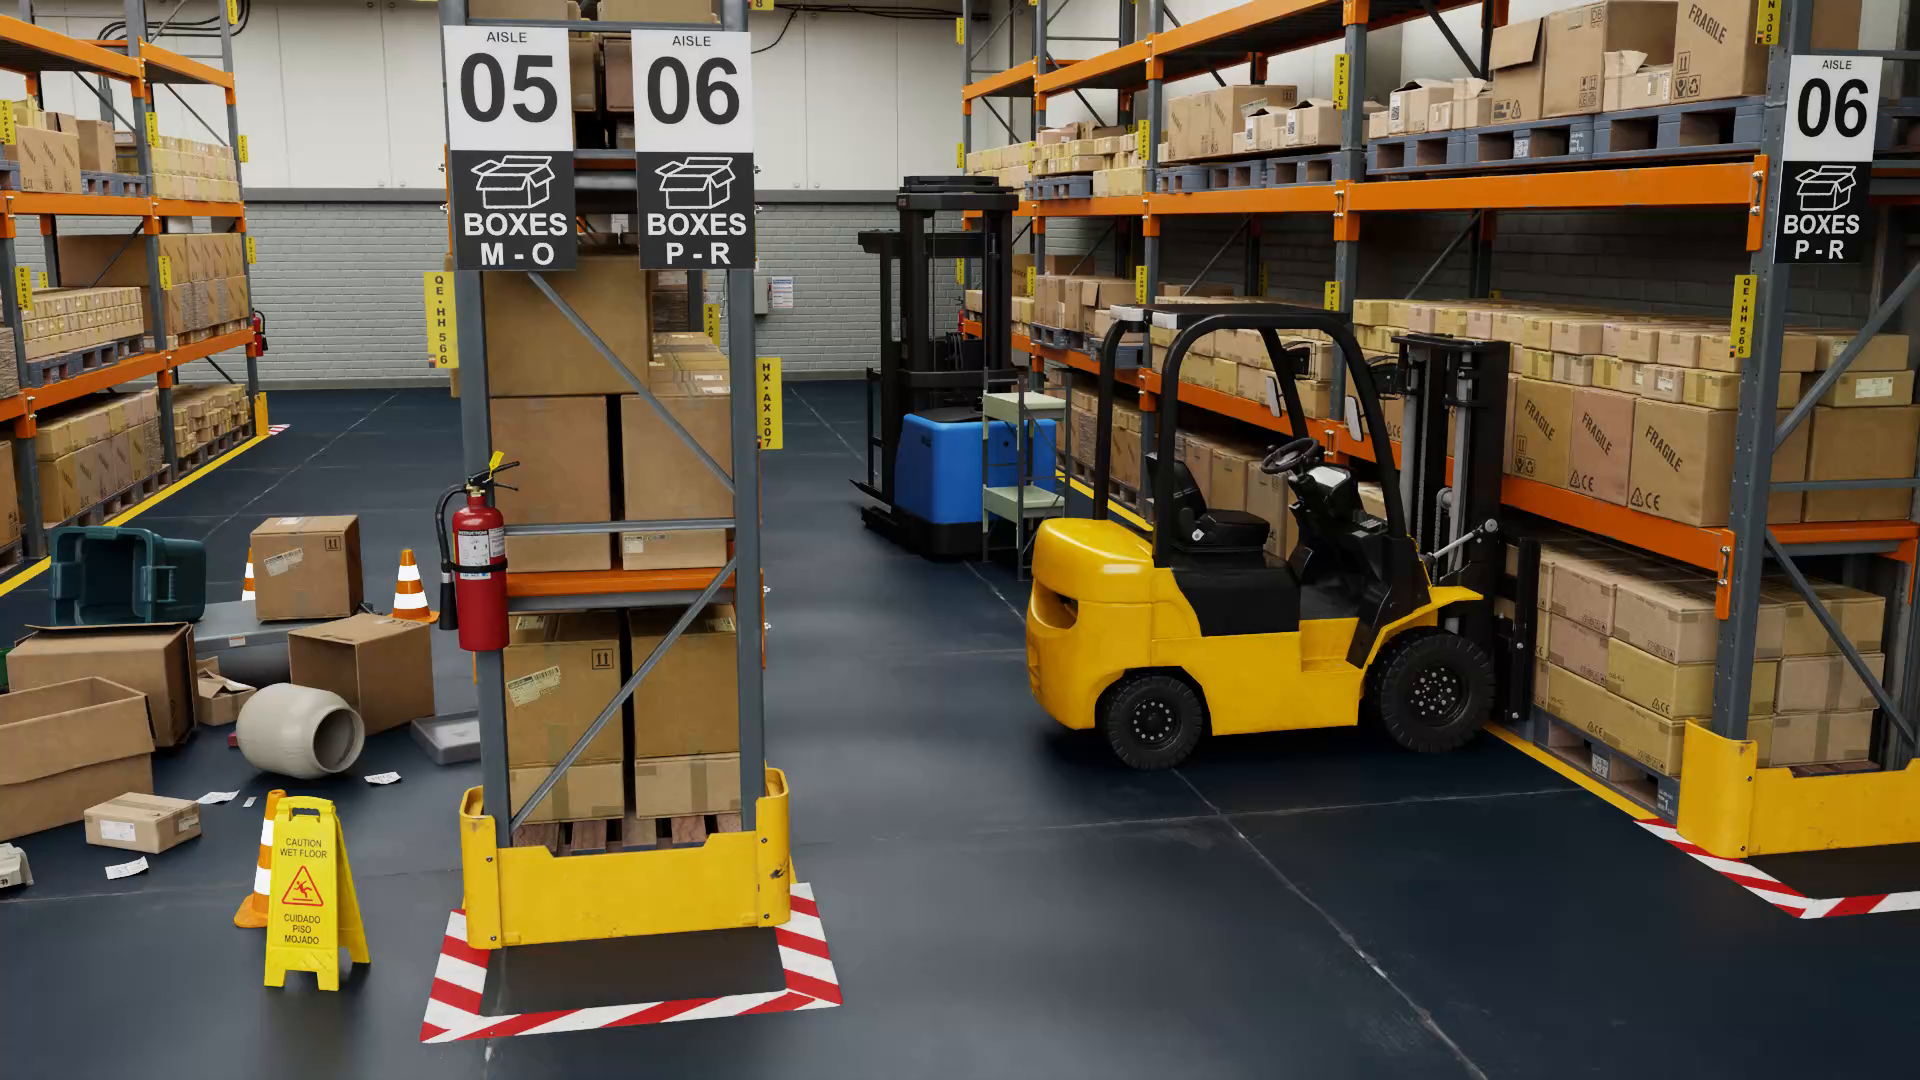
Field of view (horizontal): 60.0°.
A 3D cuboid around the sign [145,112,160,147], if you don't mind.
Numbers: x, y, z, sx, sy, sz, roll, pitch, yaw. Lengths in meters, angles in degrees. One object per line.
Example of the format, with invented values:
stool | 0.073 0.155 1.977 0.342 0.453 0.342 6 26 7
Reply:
sign | -7.842 -3.984 16.148 0.100 0.325 0.005 -2 11 -11

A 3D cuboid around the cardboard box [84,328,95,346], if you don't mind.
cardboard box | -7.806 -1.772 14.532 0.380 0.149 0.250 -2 11 -13

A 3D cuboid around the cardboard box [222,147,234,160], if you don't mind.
cardboard box | -8.811 -4.567 19.644 0.380 0.149 0.250 -2 11 -12

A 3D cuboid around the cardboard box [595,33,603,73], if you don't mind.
cardboard box | -1.716 -2.070 7.069 0.380 0.149 0.250 -2 11 -13

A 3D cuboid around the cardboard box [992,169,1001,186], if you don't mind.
cardboard box | 0.689 -4.329 20.004 0.500 0.250 0.500 -2 11 -12

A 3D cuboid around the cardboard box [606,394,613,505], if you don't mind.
cardboard box | -1.684 -0.417 6.801 0.500 0.500 0.500 -2 11 -11

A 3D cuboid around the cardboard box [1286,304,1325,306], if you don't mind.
cardboard box | 2.676 -1.723 12.724 0.380 0.149 0.250 -2 11 -9

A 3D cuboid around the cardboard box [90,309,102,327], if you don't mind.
cardboard box | -7.854 -1.964 14.745 0.380 0.149 0.250 -2 11 -11

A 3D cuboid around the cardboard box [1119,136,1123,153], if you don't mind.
cardboard box | 1.683 -3.630 15.261 0.380 0.149 0.250 -2 11 -12

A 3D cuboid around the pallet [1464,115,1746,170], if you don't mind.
pallet | 3.300 -2.006 8.428 1.003 0.211 1.213 -2 11 -11

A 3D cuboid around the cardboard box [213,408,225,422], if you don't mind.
cardboard box | -8.533 -1.404 18.756 0.380 0.149 0.250 -2 11 -8

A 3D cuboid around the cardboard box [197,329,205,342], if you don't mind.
cardboard box | -8.423 -2.222 18.023 0.380 0.149 0.250 -2 11 -8

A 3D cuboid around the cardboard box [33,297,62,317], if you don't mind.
cardboard box | -7.656 -1.919 13.712 0.380 0.149 0.250 -3 11 -13

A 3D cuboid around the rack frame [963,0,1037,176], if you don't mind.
rack frame | 0.541 -6.103 21.693 1.000 3.000 0.127 -2 11 -11

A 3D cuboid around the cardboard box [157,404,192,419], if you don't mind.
cardboard box | -8.415 -1.355 17.705 0.380 0.149 0.250 -2 11 -12

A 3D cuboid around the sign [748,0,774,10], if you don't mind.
sign | -0.683 -1.963 5.626 0.100 0.325 0.005 -2 11 -11

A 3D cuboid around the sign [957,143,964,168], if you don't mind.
sign | 0.008 -5.039 21.788 0.100 0.325 0.005 -2 11 -11

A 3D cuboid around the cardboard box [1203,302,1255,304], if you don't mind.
cardboard box | 2.139 -1.799 13.126 0.380 0.149 0.250 -2 11 -10

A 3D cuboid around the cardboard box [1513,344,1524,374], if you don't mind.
cardboard box | 3.077 -0.926 8.536 0.380 0.149 0.250 -2 11 -11

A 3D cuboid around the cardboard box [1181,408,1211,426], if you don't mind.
cardboard box | 2.275 -1.142 15.502 0.380 0.149 0.250 -2 11 -9

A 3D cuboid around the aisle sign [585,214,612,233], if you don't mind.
aisle sign | -4.626 -4.254 21.072 0.394 0.787 0.004 -2 11 -11

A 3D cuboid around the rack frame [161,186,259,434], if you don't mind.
rack frame | -9.163 -2.776 20.258 1.000 3.000 0.127 -2 11 -11

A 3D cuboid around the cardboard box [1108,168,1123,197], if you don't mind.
cardboard box | 1.660 -3.266 15.211 0.500 0.250 0.500 -2 11 -11

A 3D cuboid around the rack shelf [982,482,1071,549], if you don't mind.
rack shelf | 0.487 -0.191 12.431 0.431 0.370 0.720 -4 11 -19

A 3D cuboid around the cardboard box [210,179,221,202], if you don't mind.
cardboard box | -8.626 -3.917 18.634 0.500 0.250 0.500 -2 11 -9

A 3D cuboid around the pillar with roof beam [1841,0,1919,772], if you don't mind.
pillar with roof beam | 0.178 -3.172 6.296 9.100 9.000 0.400 -2 11 -11

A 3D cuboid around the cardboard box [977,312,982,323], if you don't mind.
cardboard box | 0.430 -2.917 21.672 0.380 0.149 0.250 -2 11 -10

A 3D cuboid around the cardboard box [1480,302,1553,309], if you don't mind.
cardboard box | 3.306 -1.325 9.840 0.380 0.149 0.250 -2 11 -12

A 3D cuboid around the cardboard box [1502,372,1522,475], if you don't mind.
cardboard box | 2.999 -0.632 8.728 0.500 0.500 0.500 -2 11 -11

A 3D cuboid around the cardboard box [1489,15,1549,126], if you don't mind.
cardboard box | 3.150 -2.373 8.454 0.797 0.503 0.637 -2 11 -9

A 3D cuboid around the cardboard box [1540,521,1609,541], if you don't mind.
cardboard box | 3.464 0.059 8.919 0.500 0.250 0.500 -2 11 -12

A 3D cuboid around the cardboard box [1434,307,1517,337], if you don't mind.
cardboard box | 2.870 -1.211 9.237 0.380 0.149 0.250 -2 11 -12

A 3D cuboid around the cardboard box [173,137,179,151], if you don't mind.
cardboard box | -8.405 -4.137 17.384 0.380 0.149 0.250 -2 11 -13

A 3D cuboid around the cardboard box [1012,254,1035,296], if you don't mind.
cardboard box | 0.657 -3.228 20.236 0.500 0.500 0.500 -2 11 -10

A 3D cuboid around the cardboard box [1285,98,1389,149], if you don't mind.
cardboard box | 2.495 -2.764 11.020 0.500 0.311 0.500 -2 11 -13

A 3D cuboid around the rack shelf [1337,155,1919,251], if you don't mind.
rack shelf | 3.264 -1.708 8.550 1.077 0.370 4.000 -2 11 -11

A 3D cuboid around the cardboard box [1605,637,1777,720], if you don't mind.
cardboard box | 3.251 0.600 7.416 0.500 0.250 0.500 -2 11 -12

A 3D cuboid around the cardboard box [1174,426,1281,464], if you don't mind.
cardboard box | 2.204 -0.613 14.124 0.875 0.625 0.625 -2 11 -9

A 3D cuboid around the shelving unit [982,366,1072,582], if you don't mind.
shelving unit | 0.487 -0.511 12.370 0.431 1.500 0.755 -4 11 -19

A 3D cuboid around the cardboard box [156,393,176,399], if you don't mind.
cardboard box | -9.126 -1.575 18.858 0.380 0.149 0.250 -2 11 -9

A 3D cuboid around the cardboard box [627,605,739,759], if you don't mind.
cardboard box | -1.106 0.574 6.885 0.500 0.500 0.500 -3 11 -13

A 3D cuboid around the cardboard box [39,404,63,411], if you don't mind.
cardboard box | -8.300 -1.053 14.761 0.500 0.250 0.500 -2 11 -9

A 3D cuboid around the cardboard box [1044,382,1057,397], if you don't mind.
cardboard box | 1.127 -1.644 18.136 0.380 0.149 0.250 -2 11 -8

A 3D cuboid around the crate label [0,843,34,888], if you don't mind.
crate label | -3.801 1.295 6.525 0.250 0.136 0.298 -9 14 -40

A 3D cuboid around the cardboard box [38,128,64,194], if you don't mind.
cardboard box | -7.562 -3.037 13.341 0.500 0.500 0.500 -2 11 -11

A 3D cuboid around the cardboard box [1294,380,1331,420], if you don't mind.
cardboard box | 2.520 -0.964 11.140 0.500 0.250 0.500 -2 11 -10

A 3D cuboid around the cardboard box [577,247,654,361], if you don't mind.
cardboard box | -1.781 -1.092 7.672 0.700 0.500 0.500 -2 11 -11

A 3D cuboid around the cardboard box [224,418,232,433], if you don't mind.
cardboard box | -8.568 -1.308 19.050 0.380 0.149 0.250 -3 11 -14

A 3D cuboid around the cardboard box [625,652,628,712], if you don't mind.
cardboard box | -1.923 0.684 8.313 0.500 0.250 0.500 -2 11 -12

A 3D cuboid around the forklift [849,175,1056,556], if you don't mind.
forklift | -0.209 -1.550 13.999 1.130 2.935 3.031 -4 11 -19

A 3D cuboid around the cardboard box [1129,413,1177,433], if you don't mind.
cardboard box | 1.752 -1.067 15.106 0.380 0.149 0.250 -3 11 -14

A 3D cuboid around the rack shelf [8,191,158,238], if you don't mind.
rack shelf | -7.996 -2.796 14.264 1.077 0.370 4.000 -2 11 -11

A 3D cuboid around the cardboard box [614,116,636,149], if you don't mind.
cardboard box | -1.101 -1.508 6.245 0.380 0.149 0.250 -2 11 -13

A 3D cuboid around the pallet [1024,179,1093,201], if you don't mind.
pallet | 1.377 -3.681 17.494 1.213 0.211 1.003 -2 11 -11
